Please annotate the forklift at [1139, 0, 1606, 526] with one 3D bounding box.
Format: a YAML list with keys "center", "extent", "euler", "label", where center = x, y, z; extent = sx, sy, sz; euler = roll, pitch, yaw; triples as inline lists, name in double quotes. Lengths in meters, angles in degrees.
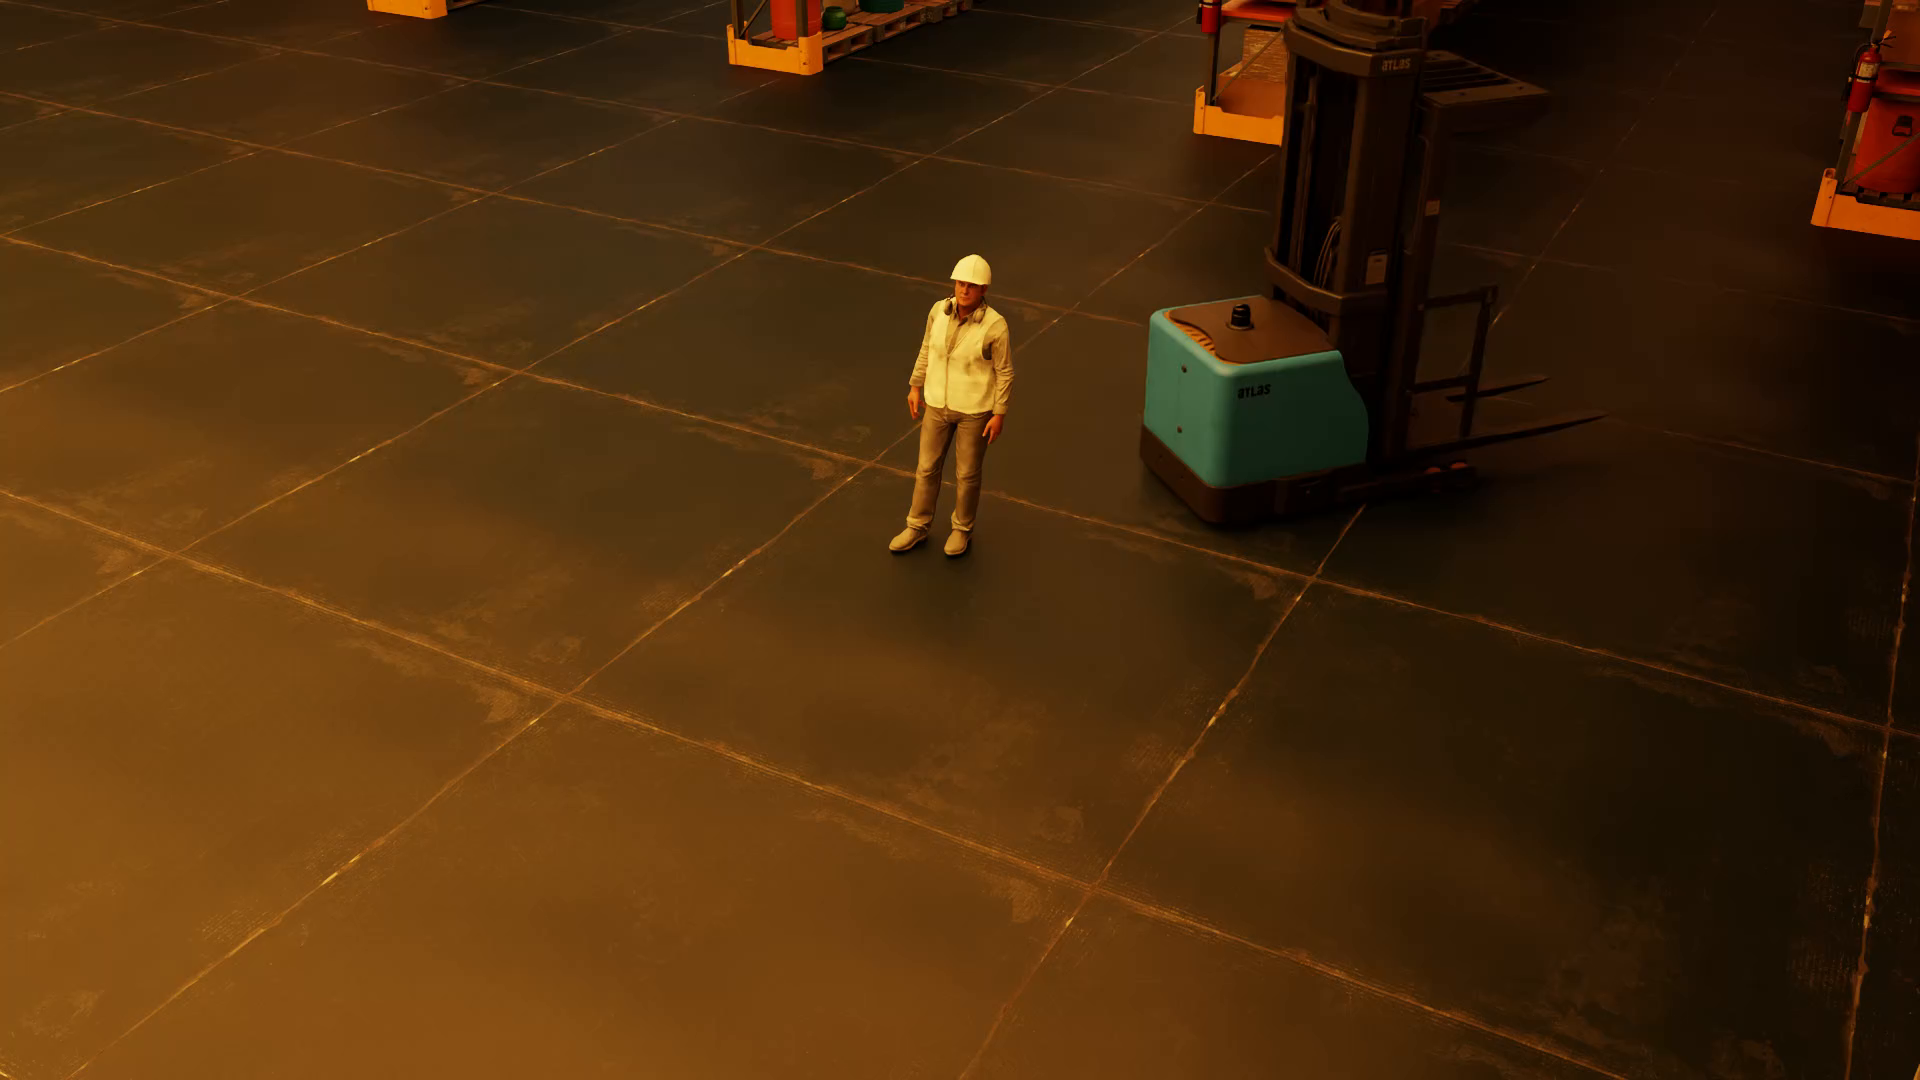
- center: [2.738, -1.800, 10.189]
  extent: [3.031, 2.935, 1.130]
  euler: [-10, 32, -17]
  label: "forklift"

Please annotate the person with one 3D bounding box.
- center: [-0.037, -0.750, 9.512]
  extent: [0.632, 1.773, 0.568]
  euler: [15, 33, 25]
  label: "person"
